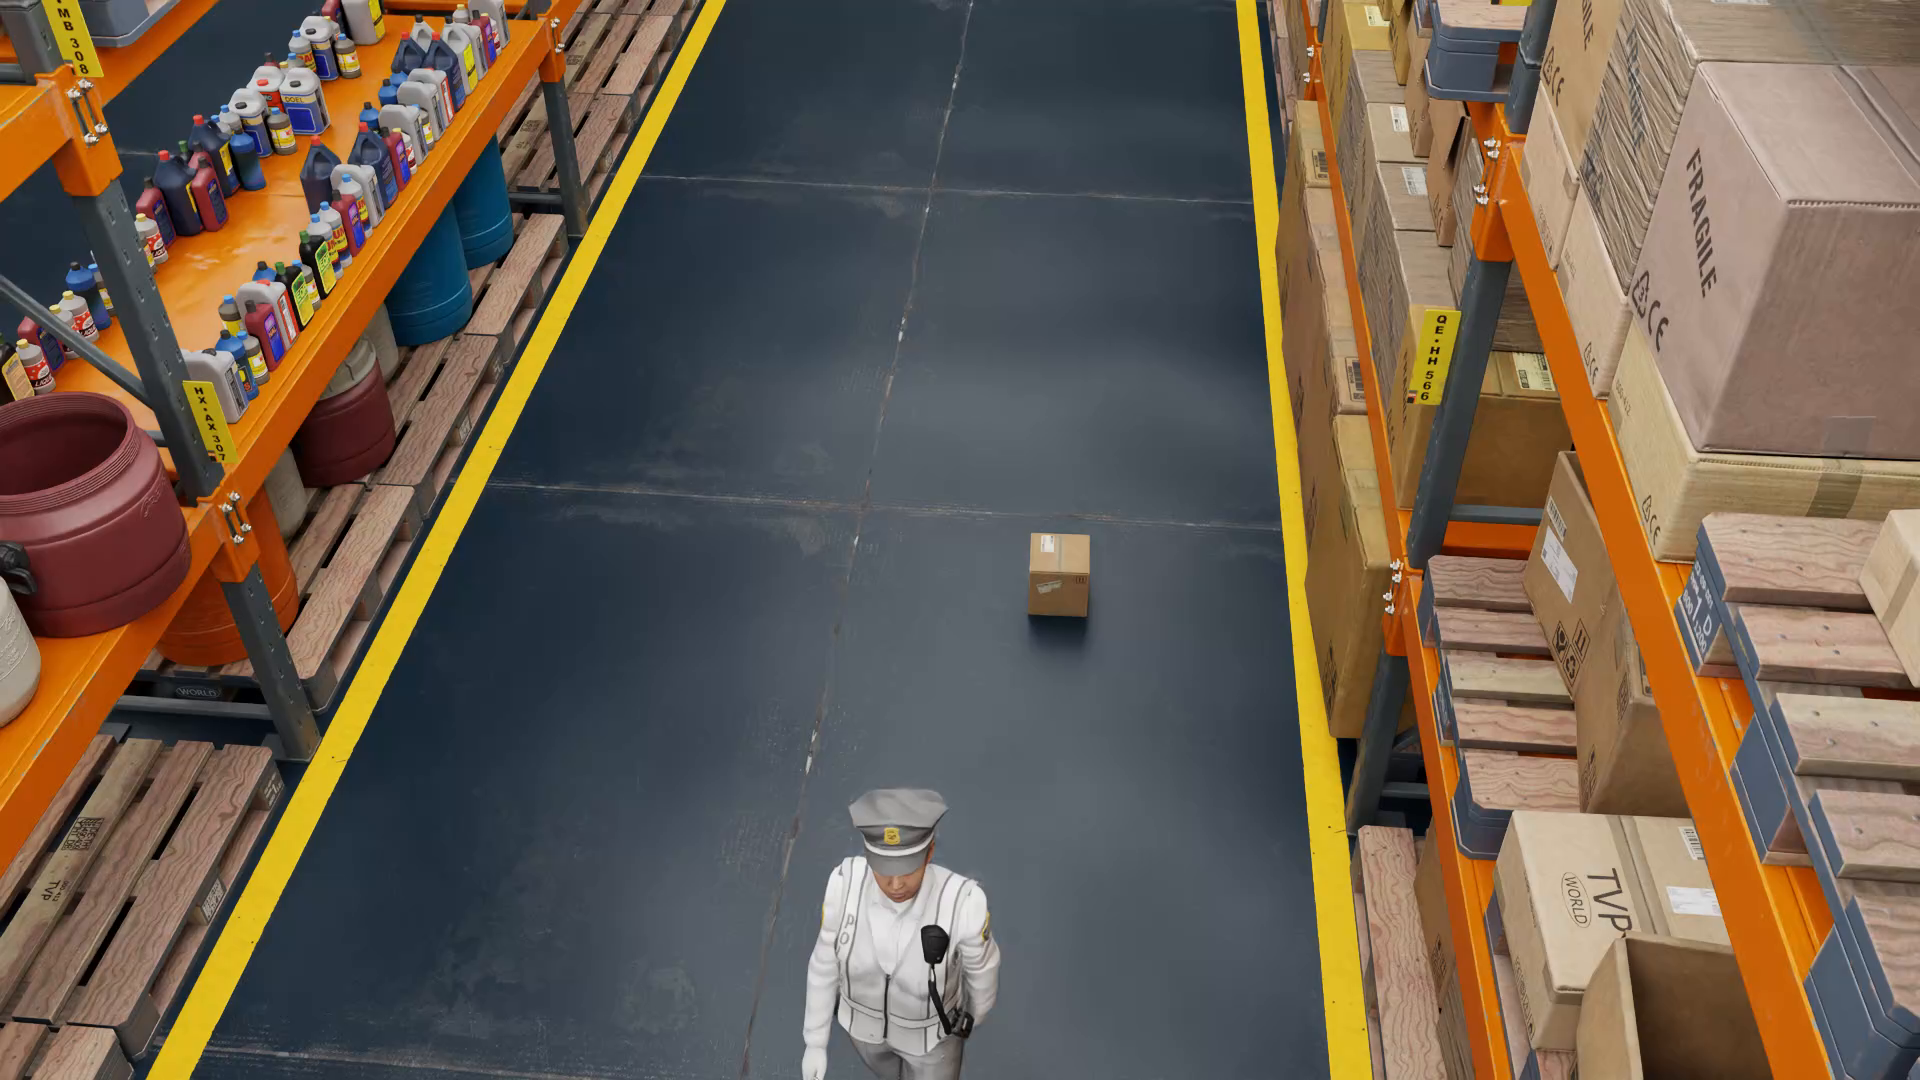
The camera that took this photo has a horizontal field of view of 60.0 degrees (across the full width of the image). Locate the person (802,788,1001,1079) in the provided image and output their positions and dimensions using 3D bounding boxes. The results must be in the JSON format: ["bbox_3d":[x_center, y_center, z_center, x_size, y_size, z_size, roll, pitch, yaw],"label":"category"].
[{"bbox_3d":[-0.177,1.368,4.538,0.486,1.740,0.615,12,42,13],"label":"person"}]
